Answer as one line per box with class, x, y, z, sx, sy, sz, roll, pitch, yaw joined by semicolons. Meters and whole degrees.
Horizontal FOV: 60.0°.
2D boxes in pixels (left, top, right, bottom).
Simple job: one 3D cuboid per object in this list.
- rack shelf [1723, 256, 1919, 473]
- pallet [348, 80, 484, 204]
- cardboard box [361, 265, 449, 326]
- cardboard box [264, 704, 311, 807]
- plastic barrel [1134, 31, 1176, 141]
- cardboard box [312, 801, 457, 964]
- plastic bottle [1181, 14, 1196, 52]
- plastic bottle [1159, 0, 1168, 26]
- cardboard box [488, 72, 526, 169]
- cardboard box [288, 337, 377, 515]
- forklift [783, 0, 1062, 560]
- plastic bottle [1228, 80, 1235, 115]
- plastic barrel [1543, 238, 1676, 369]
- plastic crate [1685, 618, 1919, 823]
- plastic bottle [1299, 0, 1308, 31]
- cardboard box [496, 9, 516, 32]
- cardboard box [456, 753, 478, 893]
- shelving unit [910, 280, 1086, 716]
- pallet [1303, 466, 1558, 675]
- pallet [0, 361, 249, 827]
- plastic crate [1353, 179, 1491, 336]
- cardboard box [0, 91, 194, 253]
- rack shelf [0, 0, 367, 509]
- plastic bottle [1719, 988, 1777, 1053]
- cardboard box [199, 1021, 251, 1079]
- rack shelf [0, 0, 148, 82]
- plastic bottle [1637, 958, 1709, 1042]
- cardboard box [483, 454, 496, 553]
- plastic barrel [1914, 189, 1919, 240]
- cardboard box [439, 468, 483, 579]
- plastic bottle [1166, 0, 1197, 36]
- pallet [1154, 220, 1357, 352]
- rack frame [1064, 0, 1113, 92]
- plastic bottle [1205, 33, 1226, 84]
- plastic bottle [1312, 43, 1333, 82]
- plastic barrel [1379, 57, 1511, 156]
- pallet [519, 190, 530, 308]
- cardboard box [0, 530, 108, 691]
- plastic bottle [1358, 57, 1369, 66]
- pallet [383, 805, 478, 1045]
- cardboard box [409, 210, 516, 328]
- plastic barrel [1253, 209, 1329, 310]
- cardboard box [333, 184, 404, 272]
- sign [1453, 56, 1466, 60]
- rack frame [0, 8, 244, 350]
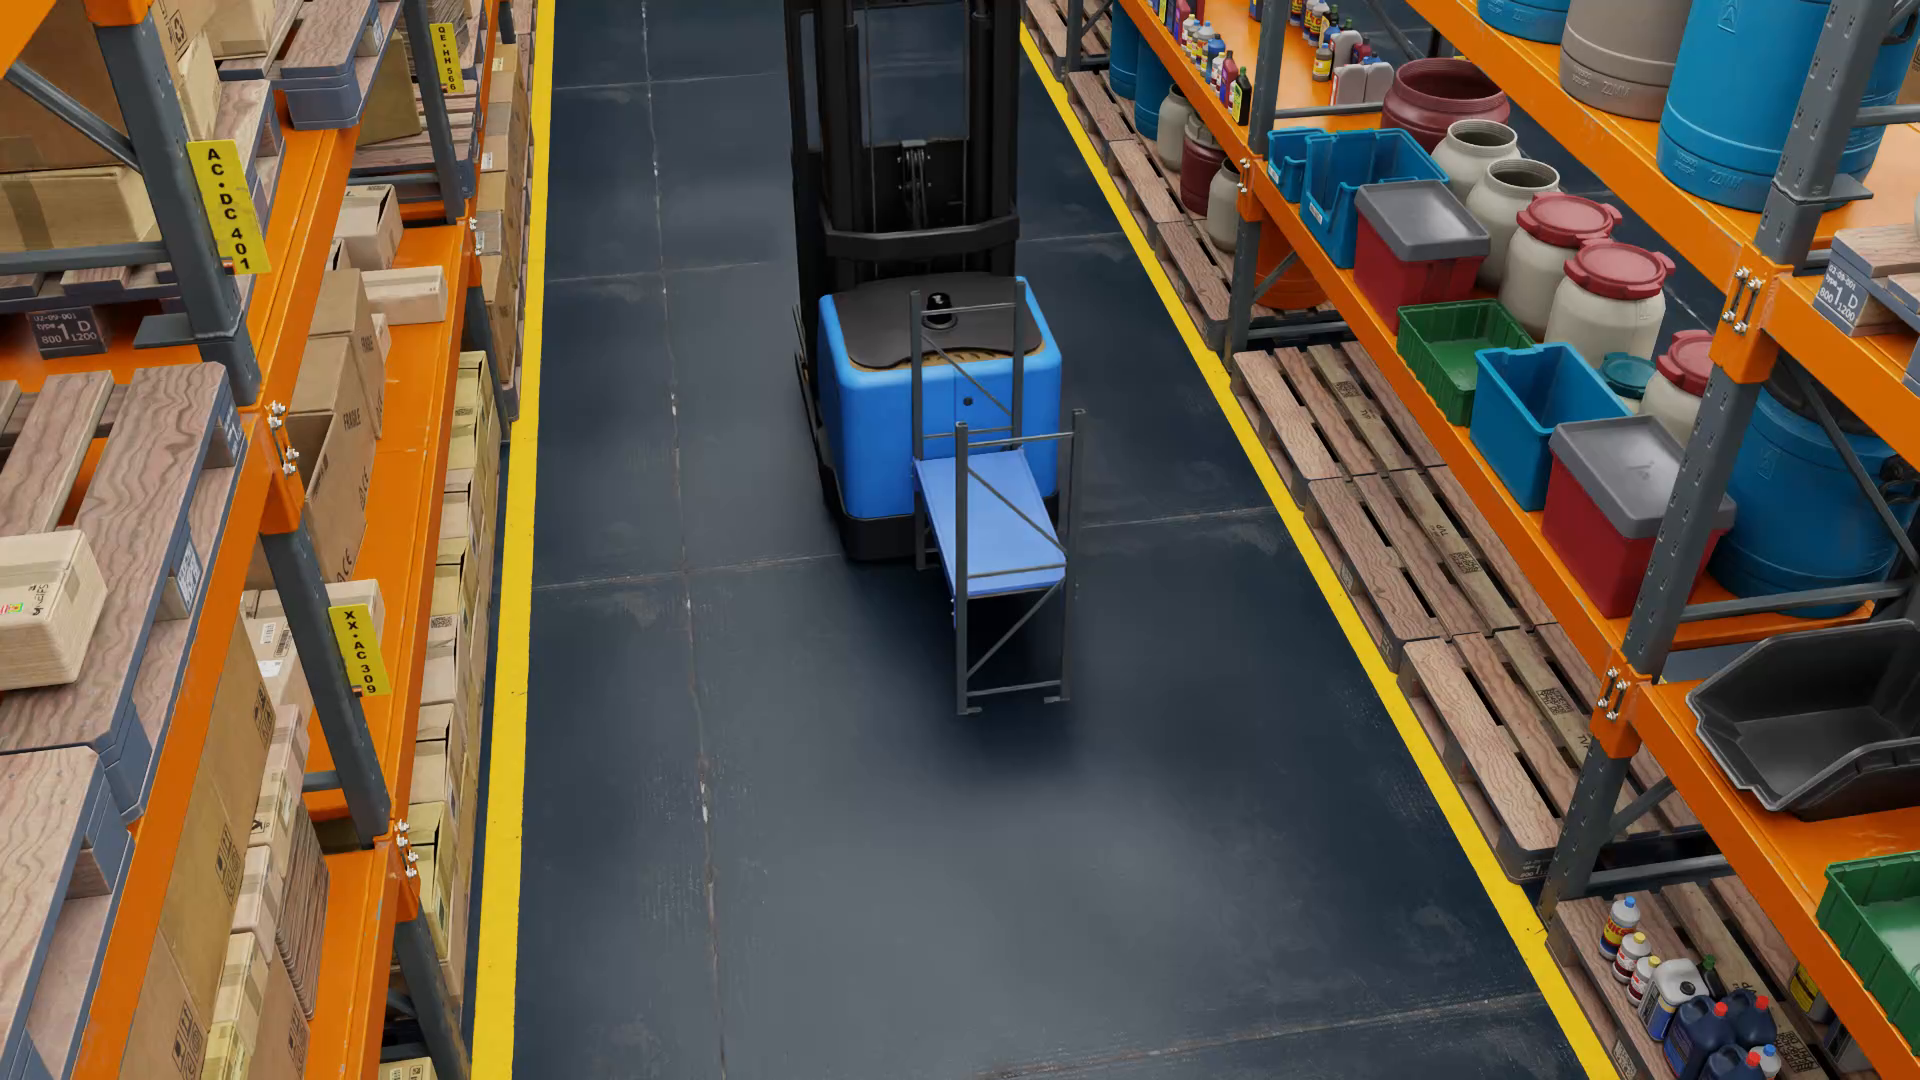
rack shelf;3.045;0.516;3.183;1.077;0.370;4.000;-6;38;-8
pallet;-3.073;-2.003;8.440;1.213;0.211;1.003;-6;38;-8
cardboard box;-2.455;-1.065;7.280;0.380;0.149;0.250;-6;38;-8
cardboard box;-1.925;0.584;4.343;0.380;0.149;0.250;-6;38;-8
plastic barrel;1.494;-3.203;11.196;0.600;0.901;0.708;-6;38;-8
cardboard box;-2.011;1.161;5.653;0.500;0.311;0.500;-6;38;-8
plastic bottle;1.340;-2.951;9.665;0.097;0.201;0.097;0;38;0
plastic bottle;1.246;-3.243;9.974;0.061;0.283;0.133;-6;38;-8
cardboard box;-3.139;-2.713;10.876;0.500;0.500;0.500;-6;38;-8
cardboard box;-2.482;-0.387;6.122;0.500;0.500;0.500;-6;38;-8
forklift;-0.310;-1.965;8.290;1.130;2.935;3.031;-7;38;-9
plastic bottle;1.500;-2.400;8.956;0.097;0.201;0.097;0;38;0
plastic barrel;2.614;-0.890;6.740;0.433;0.535;0.433;0;38;0
plastic crate;2.661;0.562;5.032;0.767;0.338;0.504;-6;38;-8
plastic bottle;2.077;-3.161;9.869;0.061;0.283;0.133;-6;38;-8
cardboard box;-3.608;-3.946;12.736;0.380;0.166;0.250;-6;38;-8
cardboard box;-2.098;1.079;6.214;0.500;0.250;0.500;-5;38;-7
shelving unit;0.132;-0.178;7.156;0.538;1.500;1.048;-7;38;-9
pallet;2.301;0.101;7.848;1.003;0.211;1.213;-6;38;-8
pallet;-2.008;0.101;3.202;1.003;0.211;1.213;-6;38;-8
plastic crate;1.975;-1.224;7.229;0.402;0.464;0.583;-6;38;-8
cardboard box;-2.282;-0.926;4.232;0.500;0.250;0.500;-2;38;-3
rack shelf;-2.534;-1.370;5.610;1.077;0.370;4.000;-6;38;-8
plastic bottle;2.569;1.597;5.450;0.144;0.351;0.185;-6;38;-8
cardboard box;-1.748;1.199;3.551;0.380;0.149;0.250;-6;38;-8
rack shelf;-1.833;0.020;1.702;1.077;0.370;4.000;-6;38;-8
plastic bottle;2.402;1.542;5.582;0.152;0.276;0.135;-5;38;-6
cardboard box;-2.458;-0.155;7.803;0.500;0.250;0.500;-7;38;-8
plastic barrel;2.576;-0.905;3.992;0.421;0.512;0.421;0;38;0
cardboard box;-2.367;-0.071;7.238;0.500;0.311;0.500;-6;38;-8
plastic bottle;1.315;-3.178;9.836;0.144;0.351;0.185;-6;38;-8
pallet;1.813;-1.578;10.010;1.003;0.211;1.213;-6;38;-8
rack frame;1.291;-4.624;11.657;1.000;3.000;0.127;-6;38;-8
plastic bottle;1.425;-2.684;9.265;0.097;0.271;0.097;0;38;0
plastic bottle;2.034;-2.680;9.317;0.097;0.201;0.097;0;38;0
plastic barrel;2.372;-2.014;8.186;0.600;0.536;0.708;-6;38;-8
pallet;-3.189;-1.767;10.252;1.003;0.211;1.213;-6;38;-8
cardboard box;-1.703;0.131;2.839;0.380;0.149;0.250;-6;38;-8
plastic bottle;2.225;-2.557;9.159;0.097;0.201;0.097;0;38;0
pallet;-2.351;1.399;6.177;1.003;0.211;1.213;-6;38;-8
cardboard box;-2.780;-1.485;9.296;0.500;0.500;0.500;-8;38;-10
plastic barrel;1.890;-1.810;9.462;0.600;0.830;0.708;-6;38;-8
cardboard box;-2.864;-1.418;7.603;0.500;0.311;0.500;-4;38;-5
sign;2.533;-2.336;8.579;0.100;0.325;0.005;-6;38;-8
rack frame;-2.183;-1.630;2.914;1.000;3.000;0.127;-6;38;-8
